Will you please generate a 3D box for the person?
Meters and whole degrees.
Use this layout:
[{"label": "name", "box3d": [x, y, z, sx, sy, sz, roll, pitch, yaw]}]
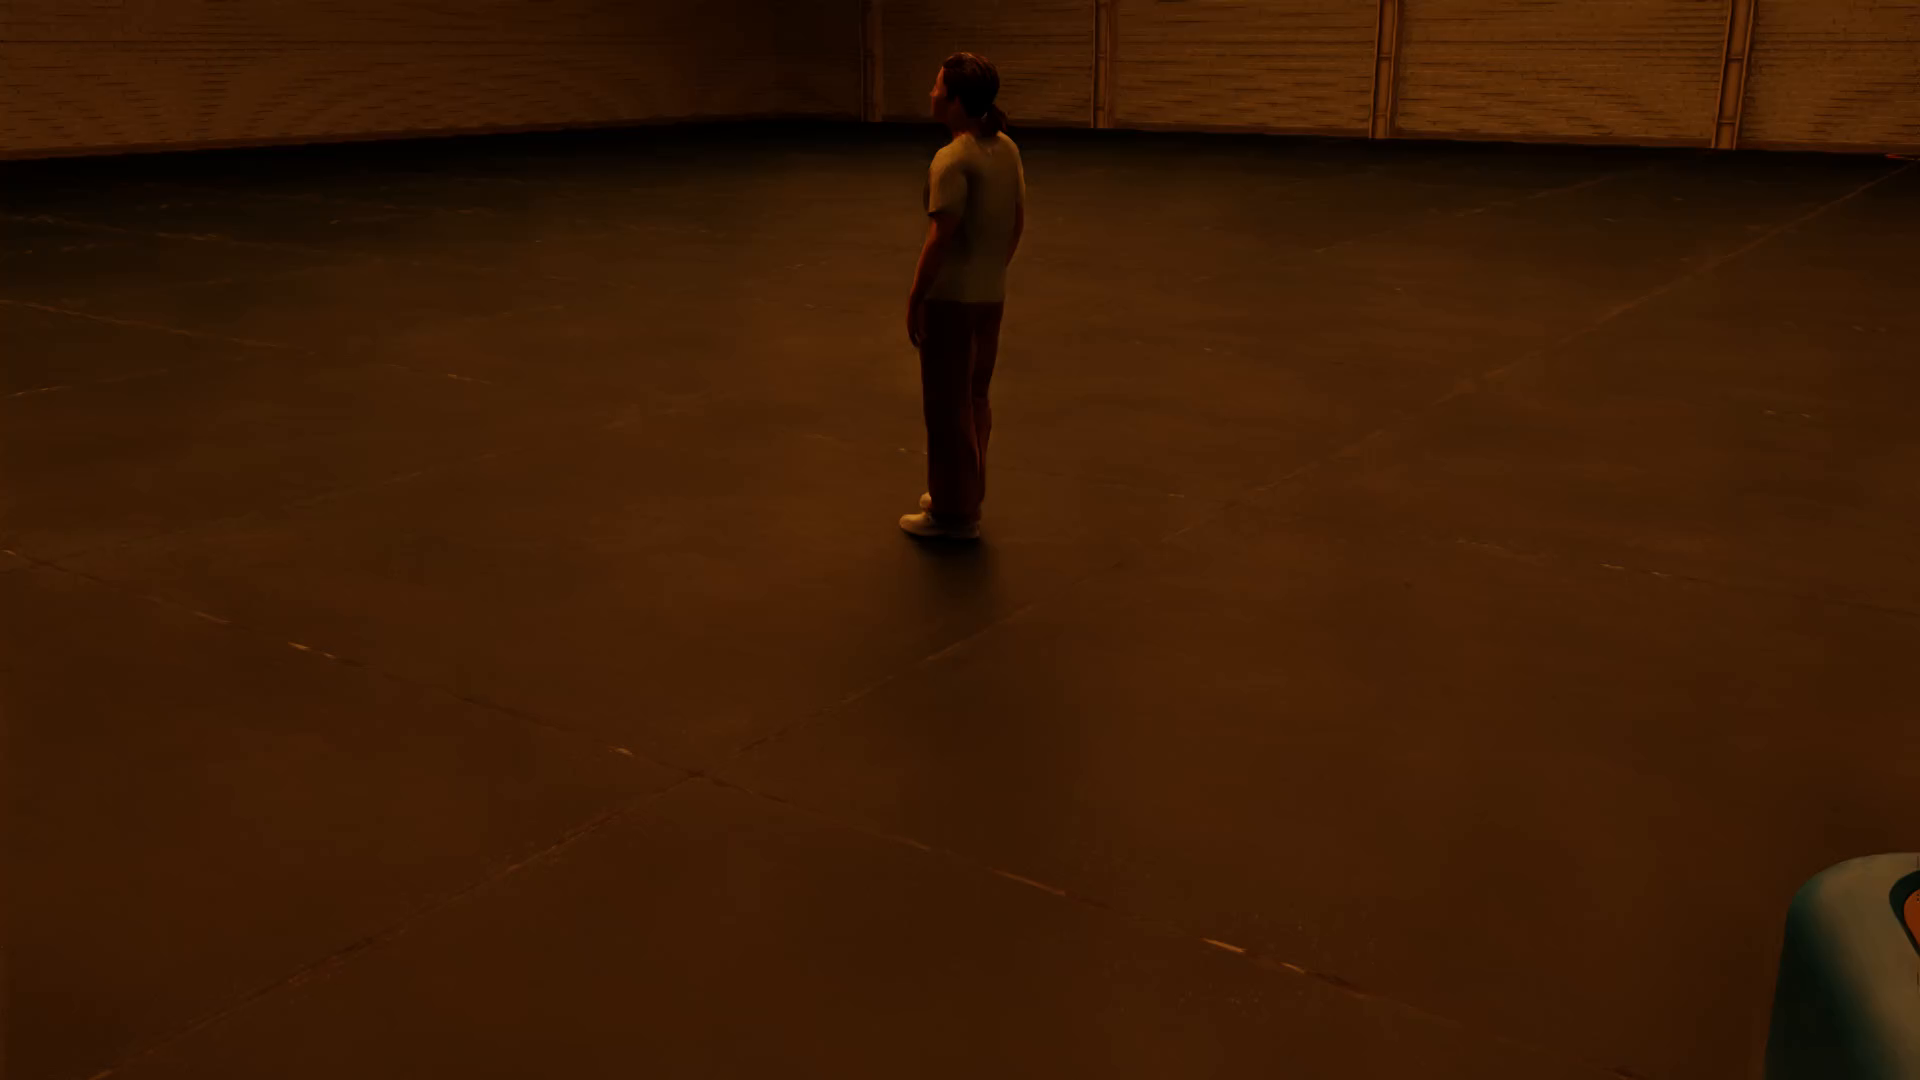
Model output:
[{"label": "person", "box3d": [-0.020, -0.729, 5.753, 0.395, 1.362, 0.521, 11, 20, 33]}]
